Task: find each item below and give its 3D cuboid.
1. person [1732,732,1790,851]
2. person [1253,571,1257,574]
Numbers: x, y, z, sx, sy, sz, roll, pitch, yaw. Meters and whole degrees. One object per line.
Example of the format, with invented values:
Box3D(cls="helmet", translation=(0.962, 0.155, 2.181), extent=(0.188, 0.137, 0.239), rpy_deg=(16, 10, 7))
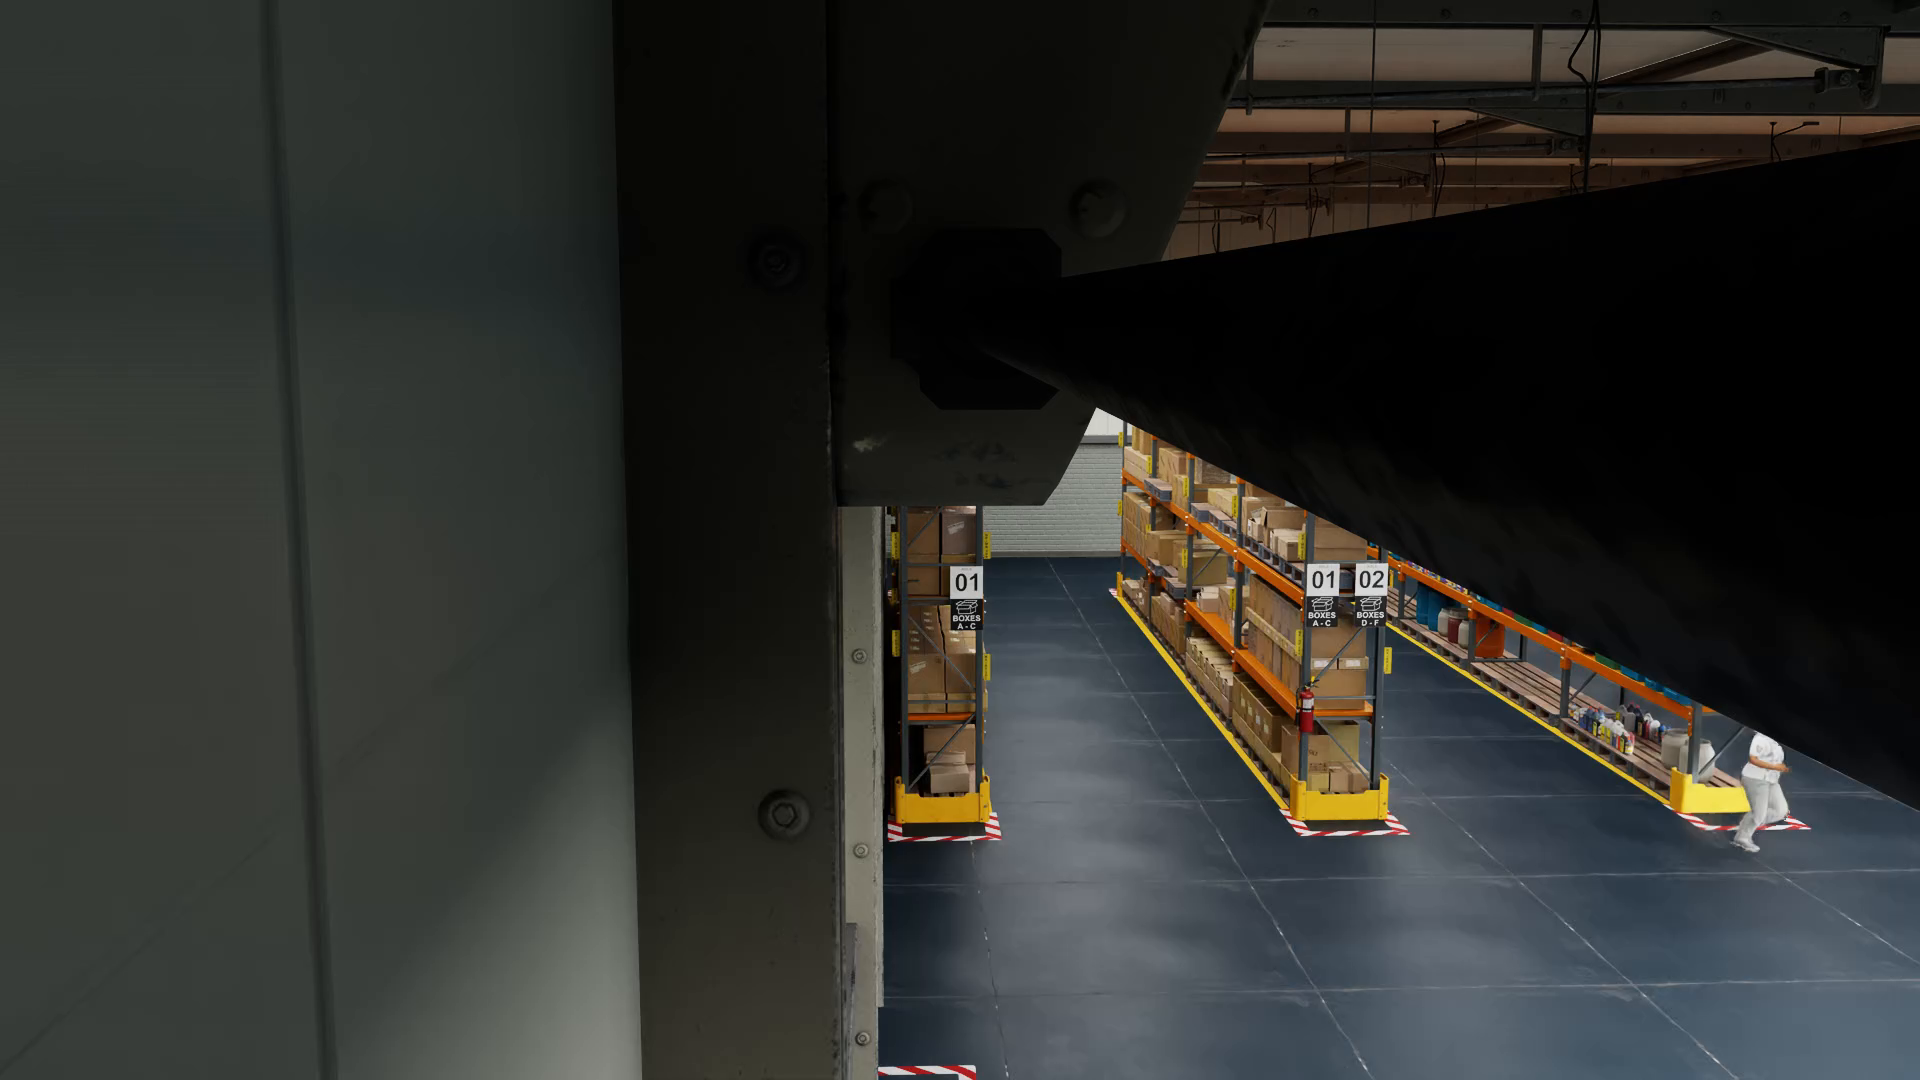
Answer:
Box3D(cls="person", translation=(9.439, 2.813, 19.421), extent=(0.618, 1.613, 0.562), rpy_deg=(-7, 11, -42))
Box3D(cls="person", translation=(6.121, 0.874, 32.809), extent=(0.693, 1.766, 0.764), rpy_deg=(-2, 8, -12))
